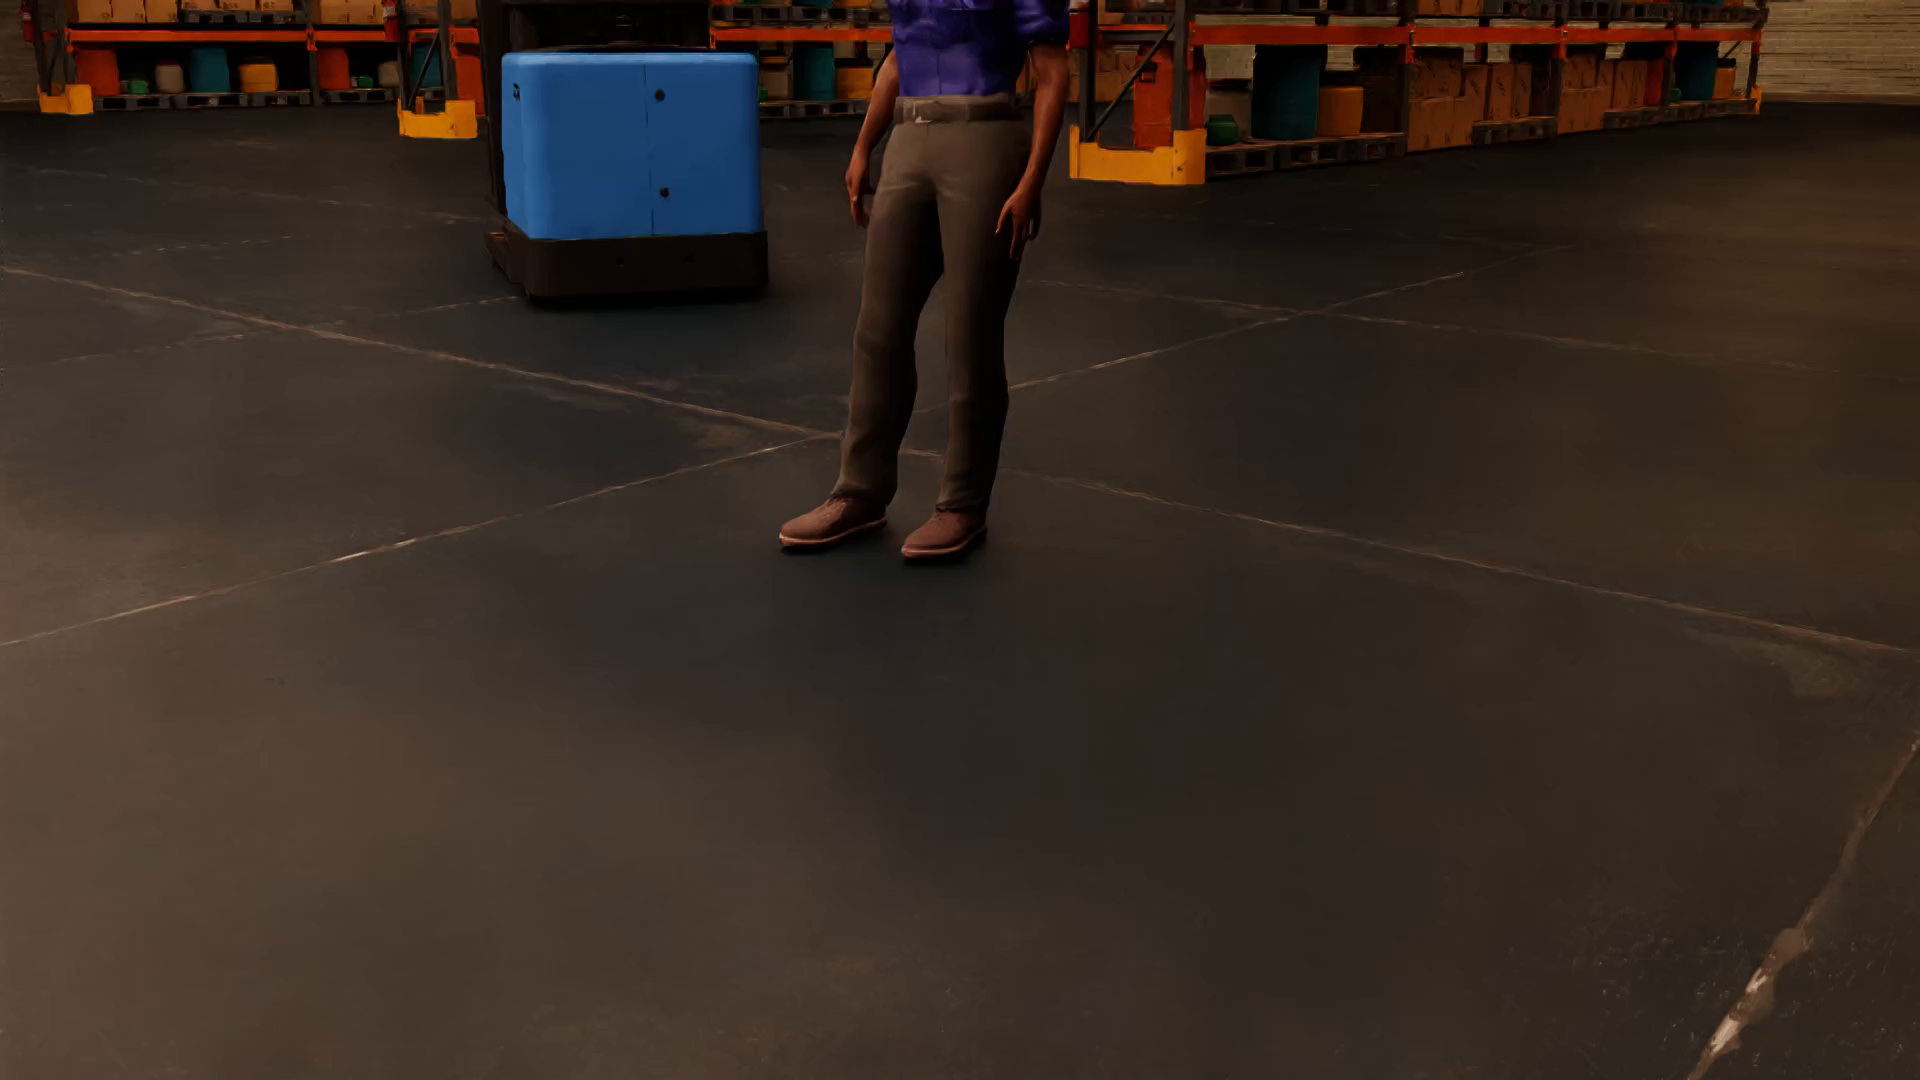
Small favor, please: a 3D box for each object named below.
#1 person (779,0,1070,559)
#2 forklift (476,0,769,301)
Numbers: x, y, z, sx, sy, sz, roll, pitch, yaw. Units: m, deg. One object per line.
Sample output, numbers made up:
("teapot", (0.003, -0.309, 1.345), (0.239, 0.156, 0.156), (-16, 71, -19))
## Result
("person", (-0.071, -0.777, 3.648), (0.570, 1.642, 0.503), (13, 21, 37))
("forklift", (-1.855, -2.835, 8.233), (1.130, 2.935, 3.031), (-6, 18, -20))
